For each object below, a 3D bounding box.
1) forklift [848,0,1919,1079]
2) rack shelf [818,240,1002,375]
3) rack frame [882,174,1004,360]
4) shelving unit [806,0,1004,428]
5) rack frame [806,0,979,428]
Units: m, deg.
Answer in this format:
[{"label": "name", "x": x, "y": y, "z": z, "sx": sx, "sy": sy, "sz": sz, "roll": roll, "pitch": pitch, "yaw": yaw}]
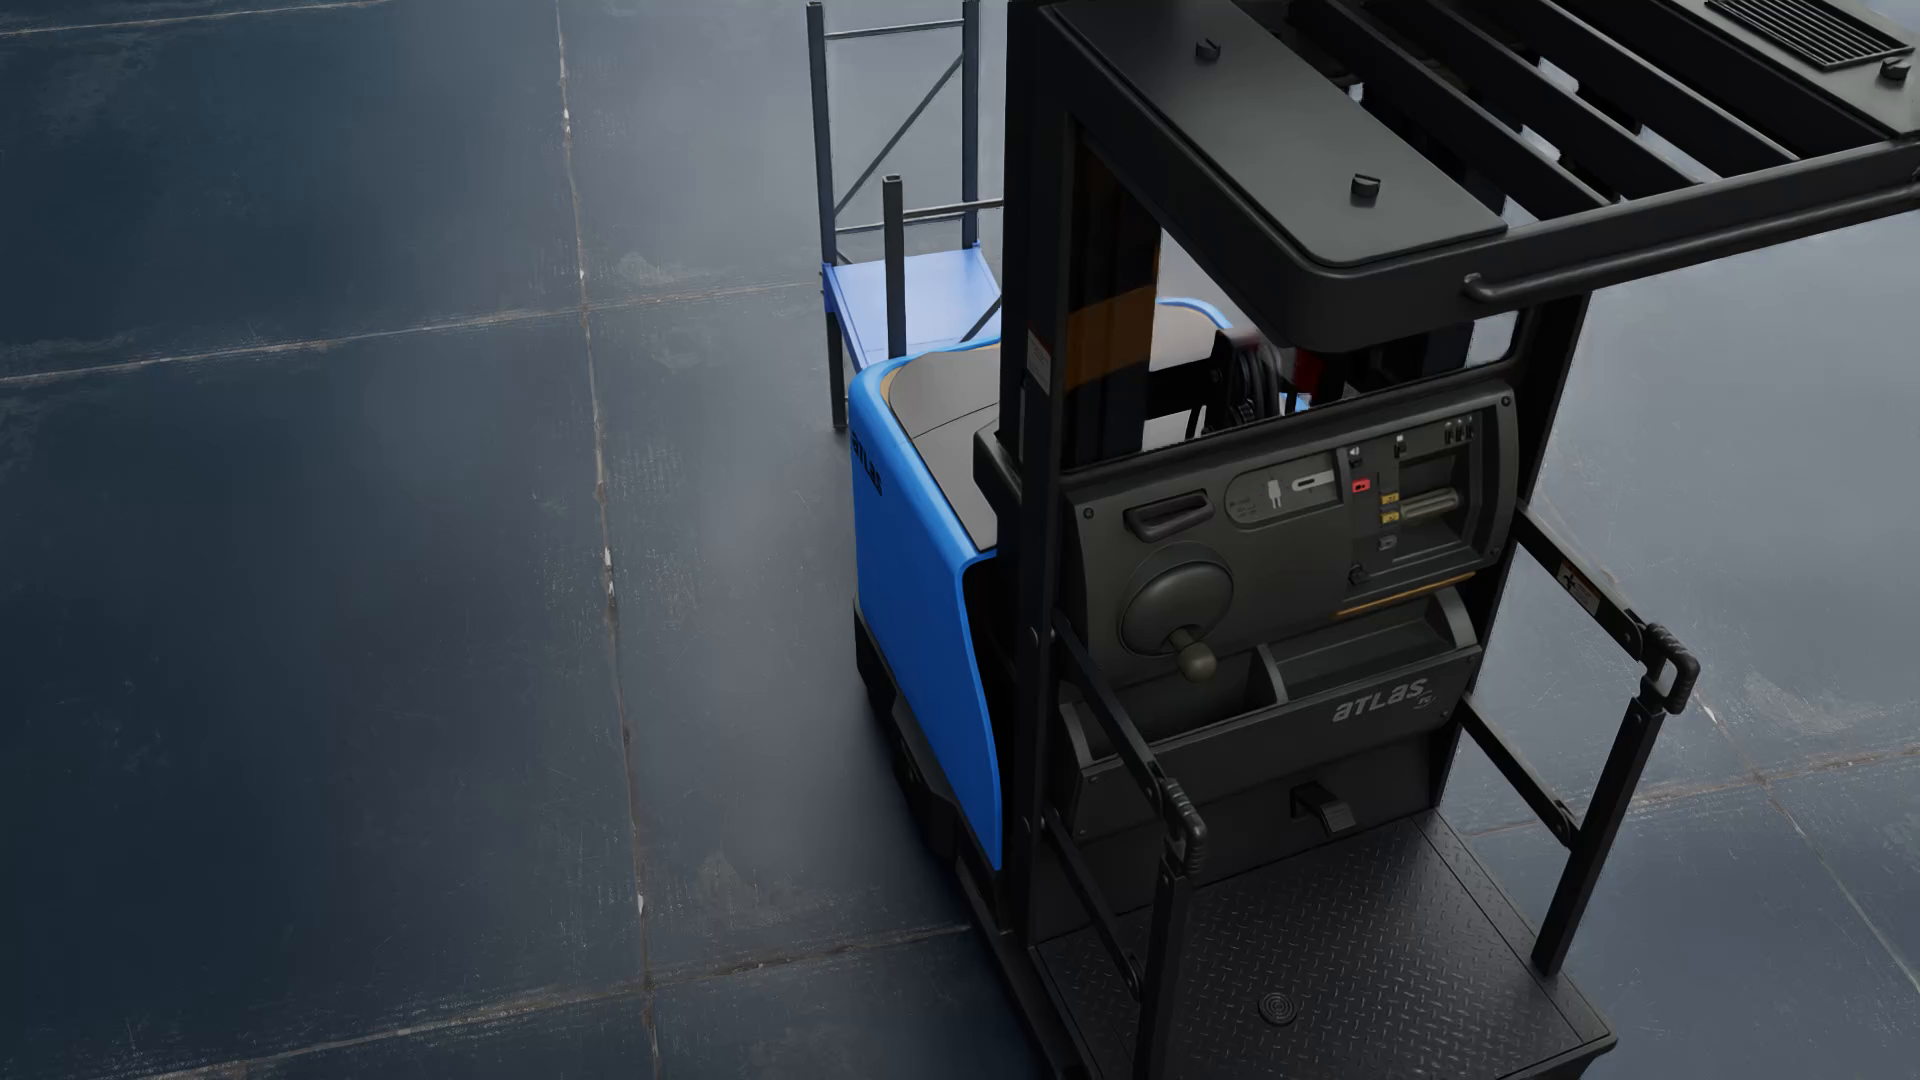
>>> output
[{"label": "forklift", "x": 0.726, "y": 0.068, "z": 2.966, "sx": 1.130, "sy": 2.935, "sz": 3.031, "roll": -15, "pitch": 44, "yaw": -16}, {"label": "rack shelf", "x": -0.065, "y": -0.532, "z": 4.990, "sx": 0.538, "sy": 0.185, "sz": 1.000, "roll": -10, "pitch": 42, "yaw": -11}, {"label": "rack frame", "x": 0.060, "y": -0.339, "z": 4.502, "sx": 0.500, "sy": 1.500, "sz": 0.032, "roll": -10, "pitch": 42, "yaw": -11}, {"label": "shelving unit", "x": -0.065, "y": -0.666, "z": 4.871, "sx": 0.538, "sy": 1.500, "sz": 1.048, "roll": -10, "pitch": 42, "yaw": -11}, {"label": "rack frame", "x": -0.190, "y": -0.993, "z": 5.239, "sx": 0.500, "sy": 1.500, "sz": 0.032, "roll": -10, "pitch": 42, "yaw": -11}]
